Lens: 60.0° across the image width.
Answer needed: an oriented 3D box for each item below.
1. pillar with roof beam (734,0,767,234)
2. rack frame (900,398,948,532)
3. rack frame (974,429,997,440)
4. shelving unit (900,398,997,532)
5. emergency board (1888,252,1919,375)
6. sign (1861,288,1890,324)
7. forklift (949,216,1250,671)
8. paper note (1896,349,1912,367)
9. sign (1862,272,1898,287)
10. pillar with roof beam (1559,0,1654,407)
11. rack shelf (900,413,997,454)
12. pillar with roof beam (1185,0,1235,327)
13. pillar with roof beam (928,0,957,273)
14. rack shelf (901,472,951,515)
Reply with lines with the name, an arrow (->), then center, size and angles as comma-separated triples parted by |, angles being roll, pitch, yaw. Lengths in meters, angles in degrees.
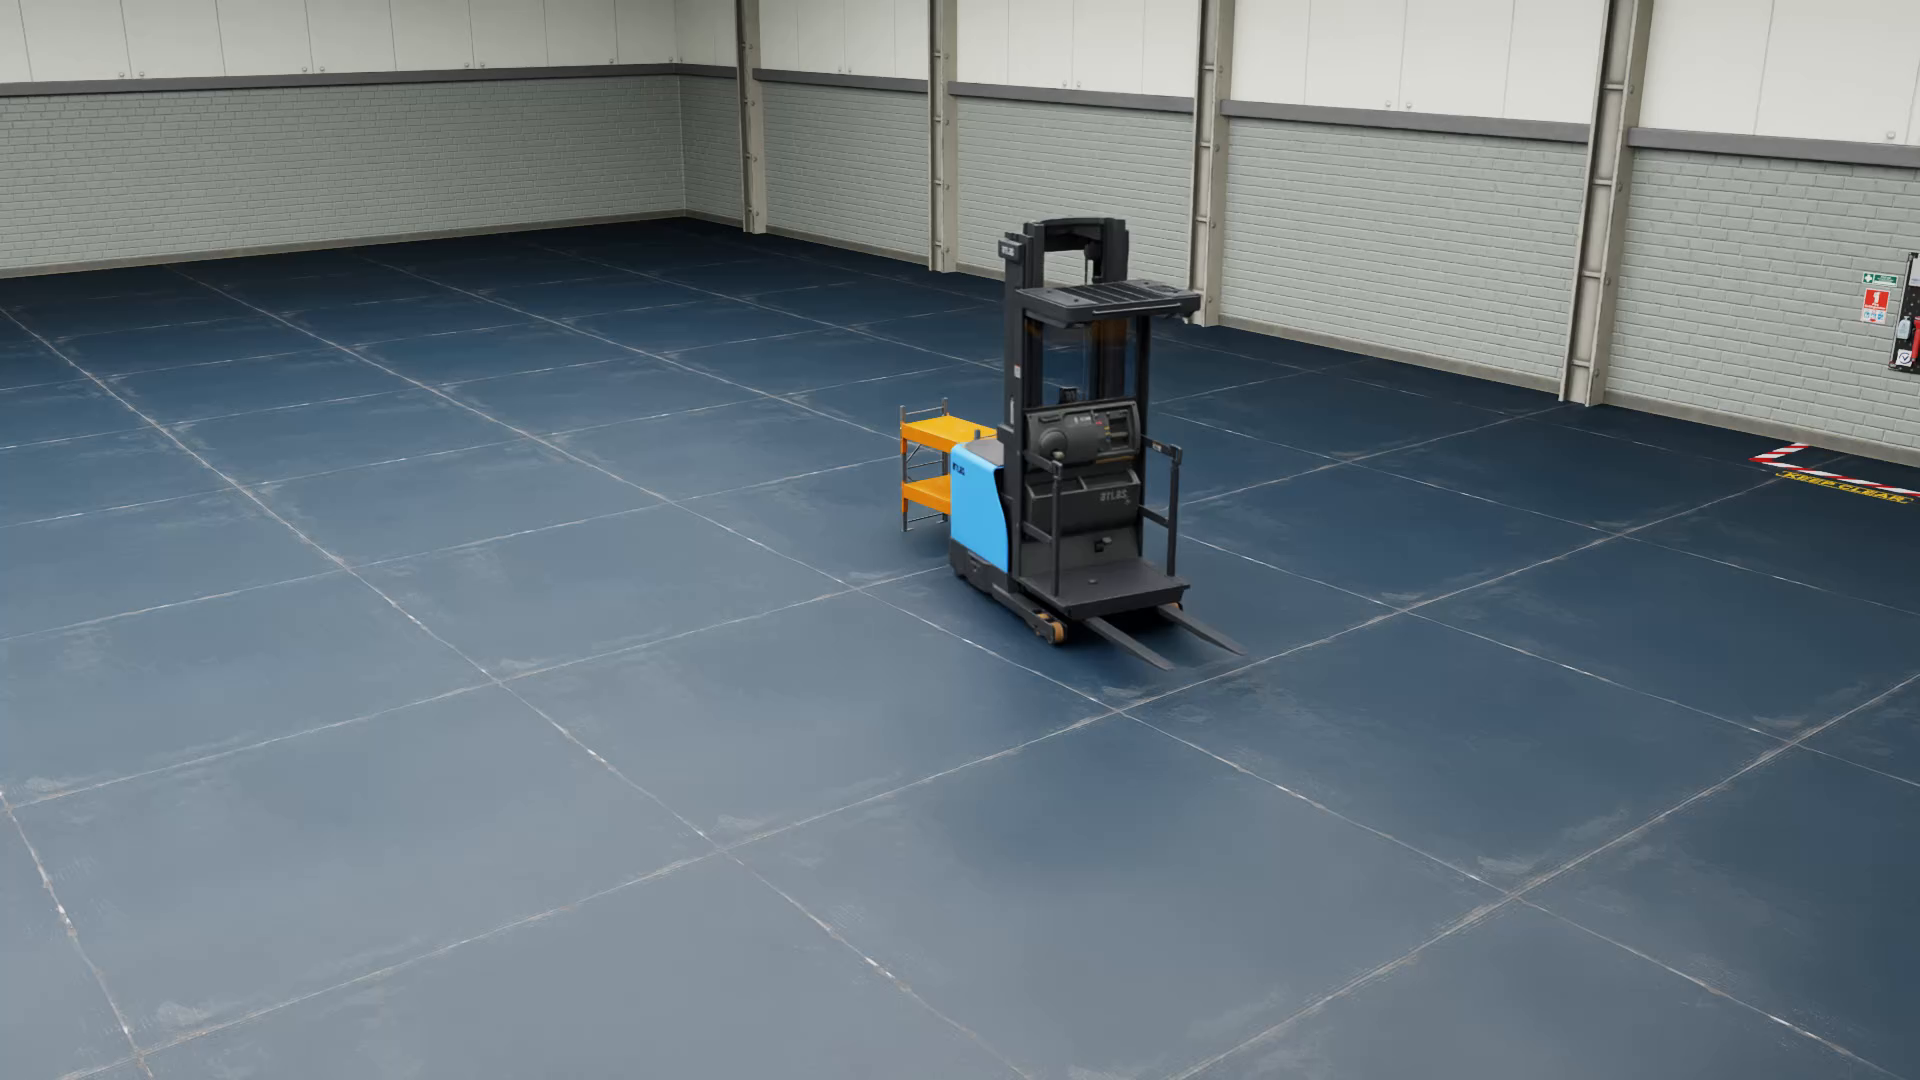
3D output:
pillar with roof beam -> -7.384, -9.465, 28.630 | 9.100, 9.000, 0.400 | -14, 23, -36
rack frame -> -0.311, -0.658, 14.559 | 0.500, 1.125, 0.032 | -14, 23, -36
rack frame -> 0.320, -0.407, 13.802 | 0.500, 1.125, 0.032 | -14, 23, -36
shelving unit -> 0.004, -0.532, 14.181 | 0.538, 1.125, 1.048 | -14, 23, -36
emergency board -> 9.388, -2.159, 16.112 | 0.194, 1.169, 0.643 | -14, 23, -36
sign -> 9.125, -2.333, 16.579 | 0.001, 0.329, 0.234 | -14, 23, -36
forklift -> 1.011, -0.790, 12.085 | 1.130, 2.935, 3.031 | -9, 20, -25
paper note -> 9.332, -1.798, 16.423 | 0.016, 0.148, 0.142 | -14, 23, -36
sign -> 9.121, -2.582, 16.487 | 0.001, 0.109, 0.331 | -14, 23, -36
pillar with roof beam -> 3.792, -5.029, 15.235 | 9.100, 9.000, 0.400 | -14, 23, -36
rack shelf -> 0.004, -0.810, 14.089 | 0.538, 0.278, 1.000 | -14, 23, -36
pillar with roof beam -> 0.067, -6.508, 19.700 | 9.100, 9.000, 0.400 | -14, 23, -36
pillar with roof beam -> -3.659, -7.986, 24.165 | 9.100, 9.000, 0.400 | -14, 23, -36
rack shelf -> 0.004, -0.300, 14.258 | 0.538, 0.278, 1.000 | -14, 23, -36
